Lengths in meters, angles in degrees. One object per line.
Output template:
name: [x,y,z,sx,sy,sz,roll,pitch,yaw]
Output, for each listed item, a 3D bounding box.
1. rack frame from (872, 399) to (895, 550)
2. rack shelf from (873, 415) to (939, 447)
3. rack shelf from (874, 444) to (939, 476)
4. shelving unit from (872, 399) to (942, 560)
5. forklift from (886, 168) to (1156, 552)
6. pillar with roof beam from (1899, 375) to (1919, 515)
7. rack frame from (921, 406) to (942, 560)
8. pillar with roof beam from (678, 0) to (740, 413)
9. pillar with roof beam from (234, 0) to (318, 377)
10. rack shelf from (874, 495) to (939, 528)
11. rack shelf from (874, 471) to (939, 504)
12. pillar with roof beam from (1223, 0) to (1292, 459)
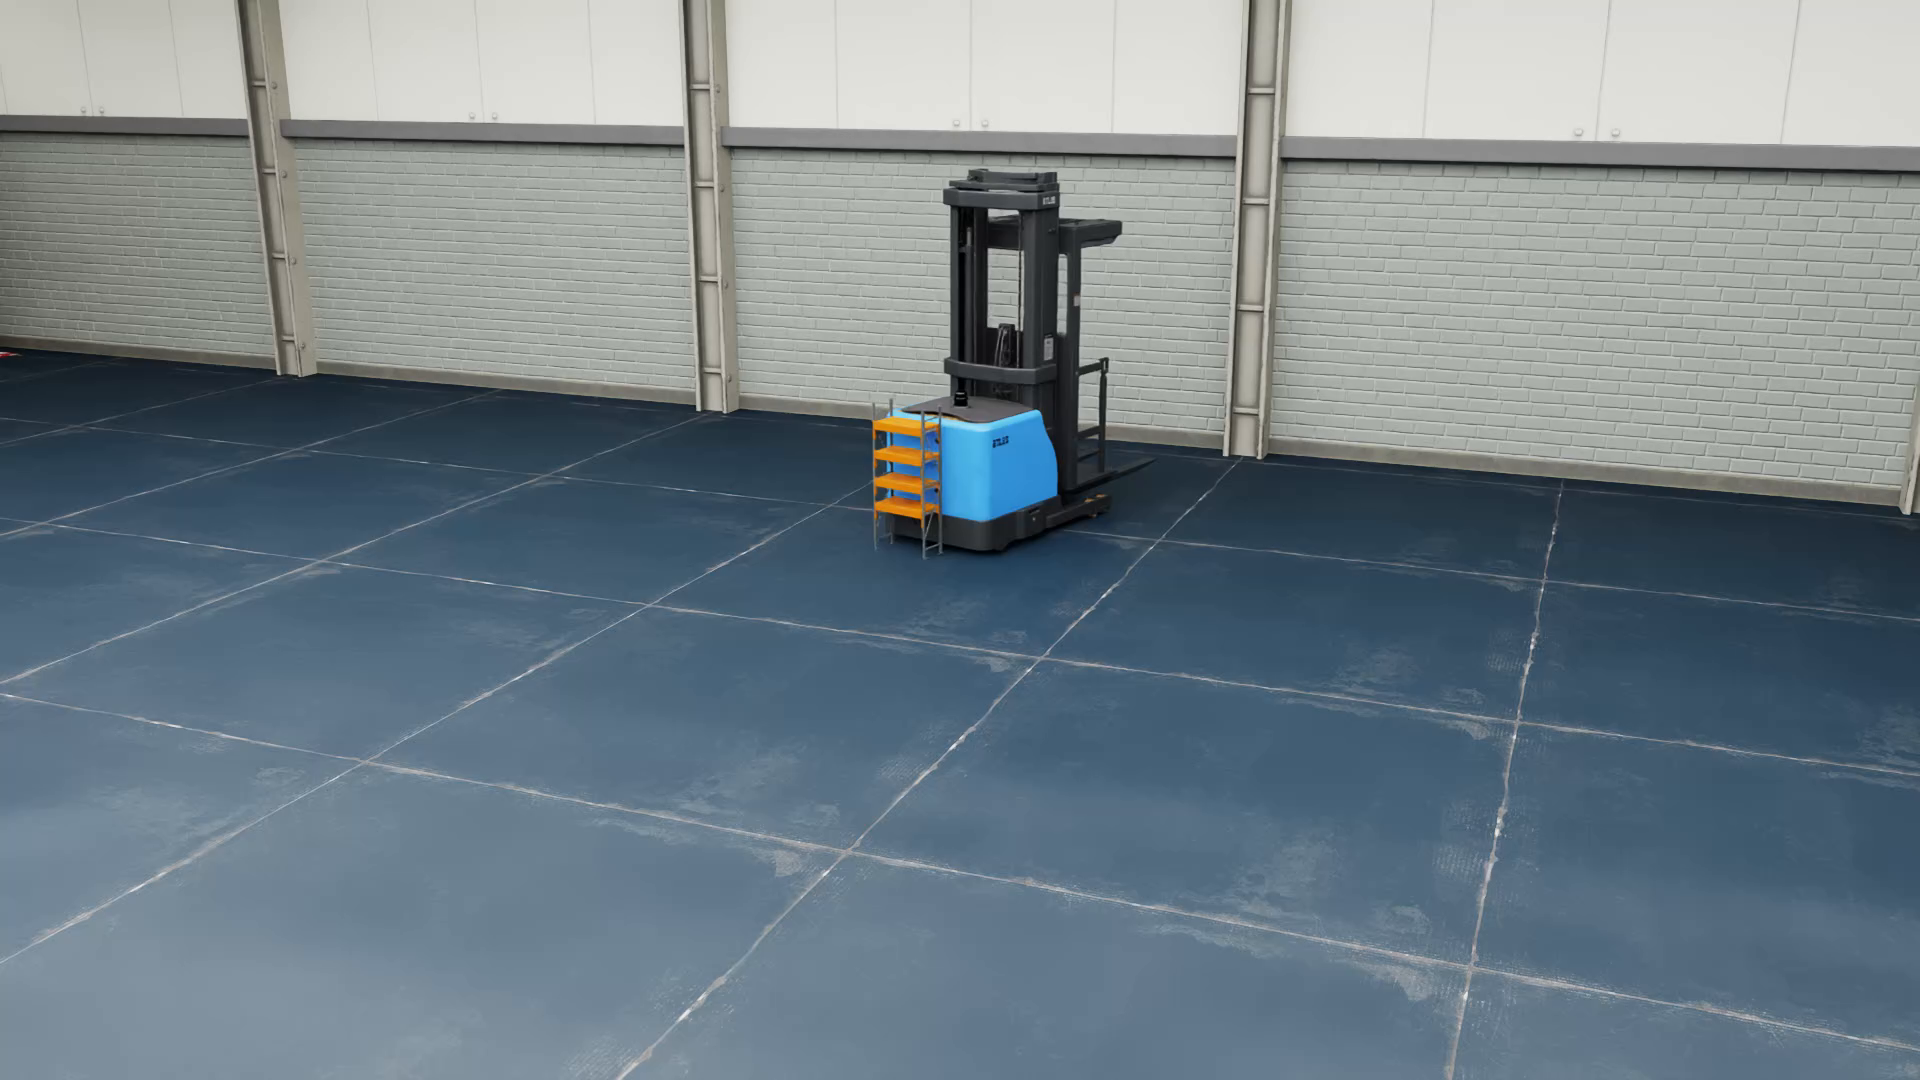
rack frame: [-0.613,-0.523,13.323,0.015,1.200,0.240,12,20,35]
rack shelf: [-0.417,-0.860,13.073,0.480,0.148,0.258,12,20,35]
rack shelf: [-0.417,-0.633,13.140,0.480,0.148,0.258,12,20,35]
shelving unit: [-0.416,-0.483,13.184,0.503,1.200,0.258,12,20,35]
forklift: [0.668,-1.668,14.161,1.130,2.935,3.031,12,20,35]
pillar with roof beam: [6.859,-3.451,9.420,0.400,9.000,9.100,6,17,21]
rack frame: [-0.220,-0.443,13.045,0.015,1.200,0.240,12,20,35]
pillar with roof beam: [-4.304,-4.679,13.649,0.400,9.000,9.100,6,17,21]
pillar with roof beam: [-9.886,-5.292,15.763,0.400,9.000,9.100,6,17,21]
rack shelf: [-0.416,-0.228,13.259,0.480,0.148,0.258,12,20,35]
rack shelf: [-0.416,-0.419,13.203,0.480,0.148,0.258,12,20,35]
pillar with roof beam: [1.278,-4.065,11.534,0.400,9.000,9.100,6,17,21]
